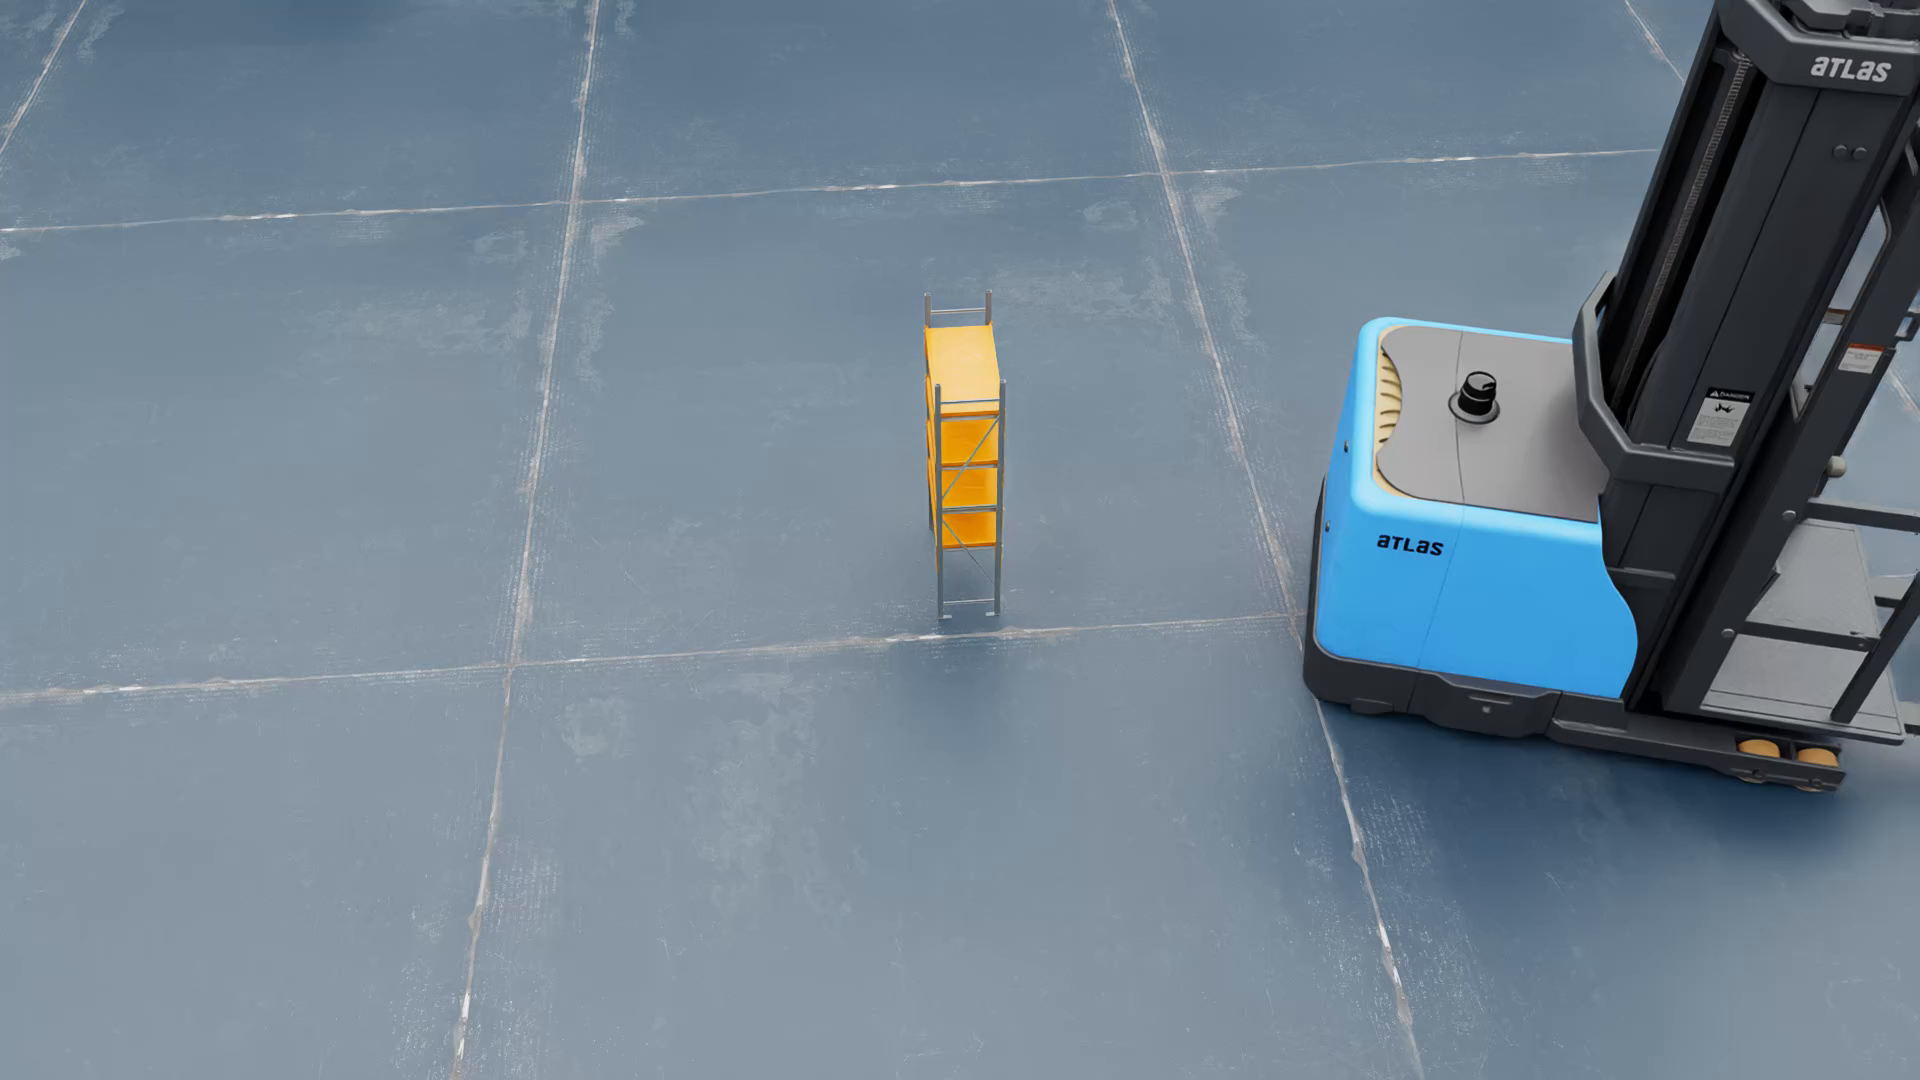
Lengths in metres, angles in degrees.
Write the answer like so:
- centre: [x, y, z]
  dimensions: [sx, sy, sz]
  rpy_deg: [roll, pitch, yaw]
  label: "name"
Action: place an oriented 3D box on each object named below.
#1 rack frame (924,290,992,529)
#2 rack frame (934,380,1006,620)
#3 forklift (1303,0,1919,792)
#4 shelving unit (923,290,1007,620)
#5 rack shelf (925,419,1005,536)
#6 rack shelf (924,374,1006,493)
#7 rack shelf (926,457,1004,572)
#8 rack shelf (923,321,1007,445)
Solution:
- centre: [-0.007, -0.469, 6.368]
  dimensions: [0.240, 1.200, 0.015]
  rpy_deg: [-3, 47, -3]
  label: "rack frame"
- centre: [0.034, -0.116, 6.034]
  dimensions: [0.240, 1.200, 0.015]
  rpy_deg: [-3, 47, -3]
  label: "rack frame"
- centre: [2.841, -0.538, 5.241]
  dimensions: [3.031, 2.935, 1.130]
  rpy_deg: [8, 47, 8]
  label: "forklift"
- centre: [0.014, -0.293, 6.201]
  dimensions: [0.258, 1.200, 0.503]
  rpy_deg: [-3, 47, -3]
  label: "shelving unit"
- centre: [0.014, -0.247, 6.250]
  dimensions: [0.258, 0.148, 0.480]
  rpy_deg: [-3, 47, -3]
  label: "rack shelf"
- centre: [0.014, -0.400, 6.087]
  dimensions: [0.258, 0.148, 0.480]
  rpy_deg: [-3, 47, -3]
  label: "rack shelf"
- centre: [0.014, -0.110, 6.394]
  dimensions: [0.258, 0.148, 0.480]
  rpy_deg: [-3, 47, -3]
  label: "rack shelf"
- centre: [0.014, -0.563, 5.916]
  dimensions: [0.258, 0.148, 0.480]
  rpy_deg: [-3, 47, -3]
  label: "rack shelf"
